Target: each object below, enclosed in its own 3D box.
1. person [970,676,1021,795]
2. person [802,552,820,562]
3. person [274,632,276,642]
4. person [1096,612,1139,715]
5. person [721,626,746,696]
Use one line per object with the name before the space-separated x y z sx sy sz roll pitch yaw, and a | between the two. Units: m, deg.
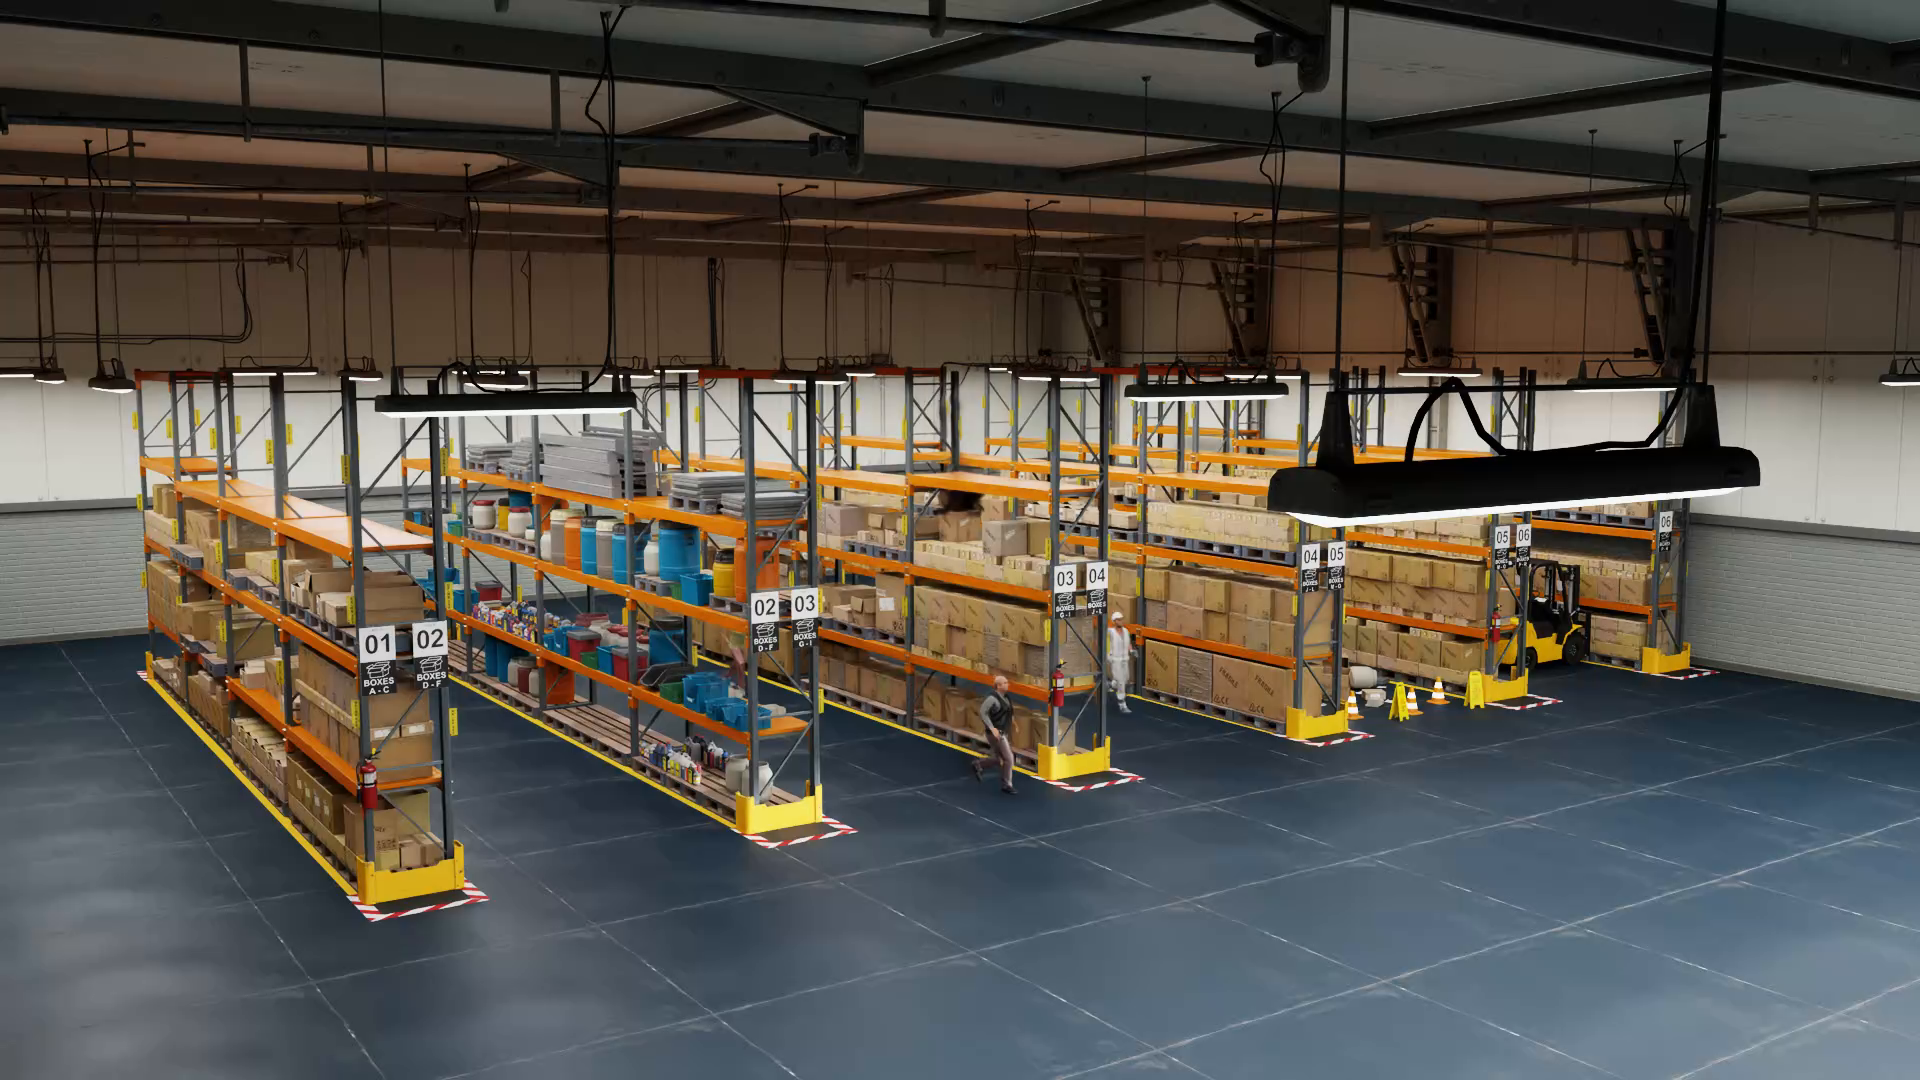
person | 0.495 2.793 24.003 0.839 1.706 0.651 3 7 23
person | -3.761 0.790 41.483 0.692 1.725 0.562 4 8 34
person | -14.200 1.742 33.721 0.598 1.575 0.552 3 7 25
person | 2.760 2.150 29.402 0.655 1.774 0.845 -4 8 -33
person | -4.191 2.050 31.045 0.596 1.667 0.900 -5 8 -36
